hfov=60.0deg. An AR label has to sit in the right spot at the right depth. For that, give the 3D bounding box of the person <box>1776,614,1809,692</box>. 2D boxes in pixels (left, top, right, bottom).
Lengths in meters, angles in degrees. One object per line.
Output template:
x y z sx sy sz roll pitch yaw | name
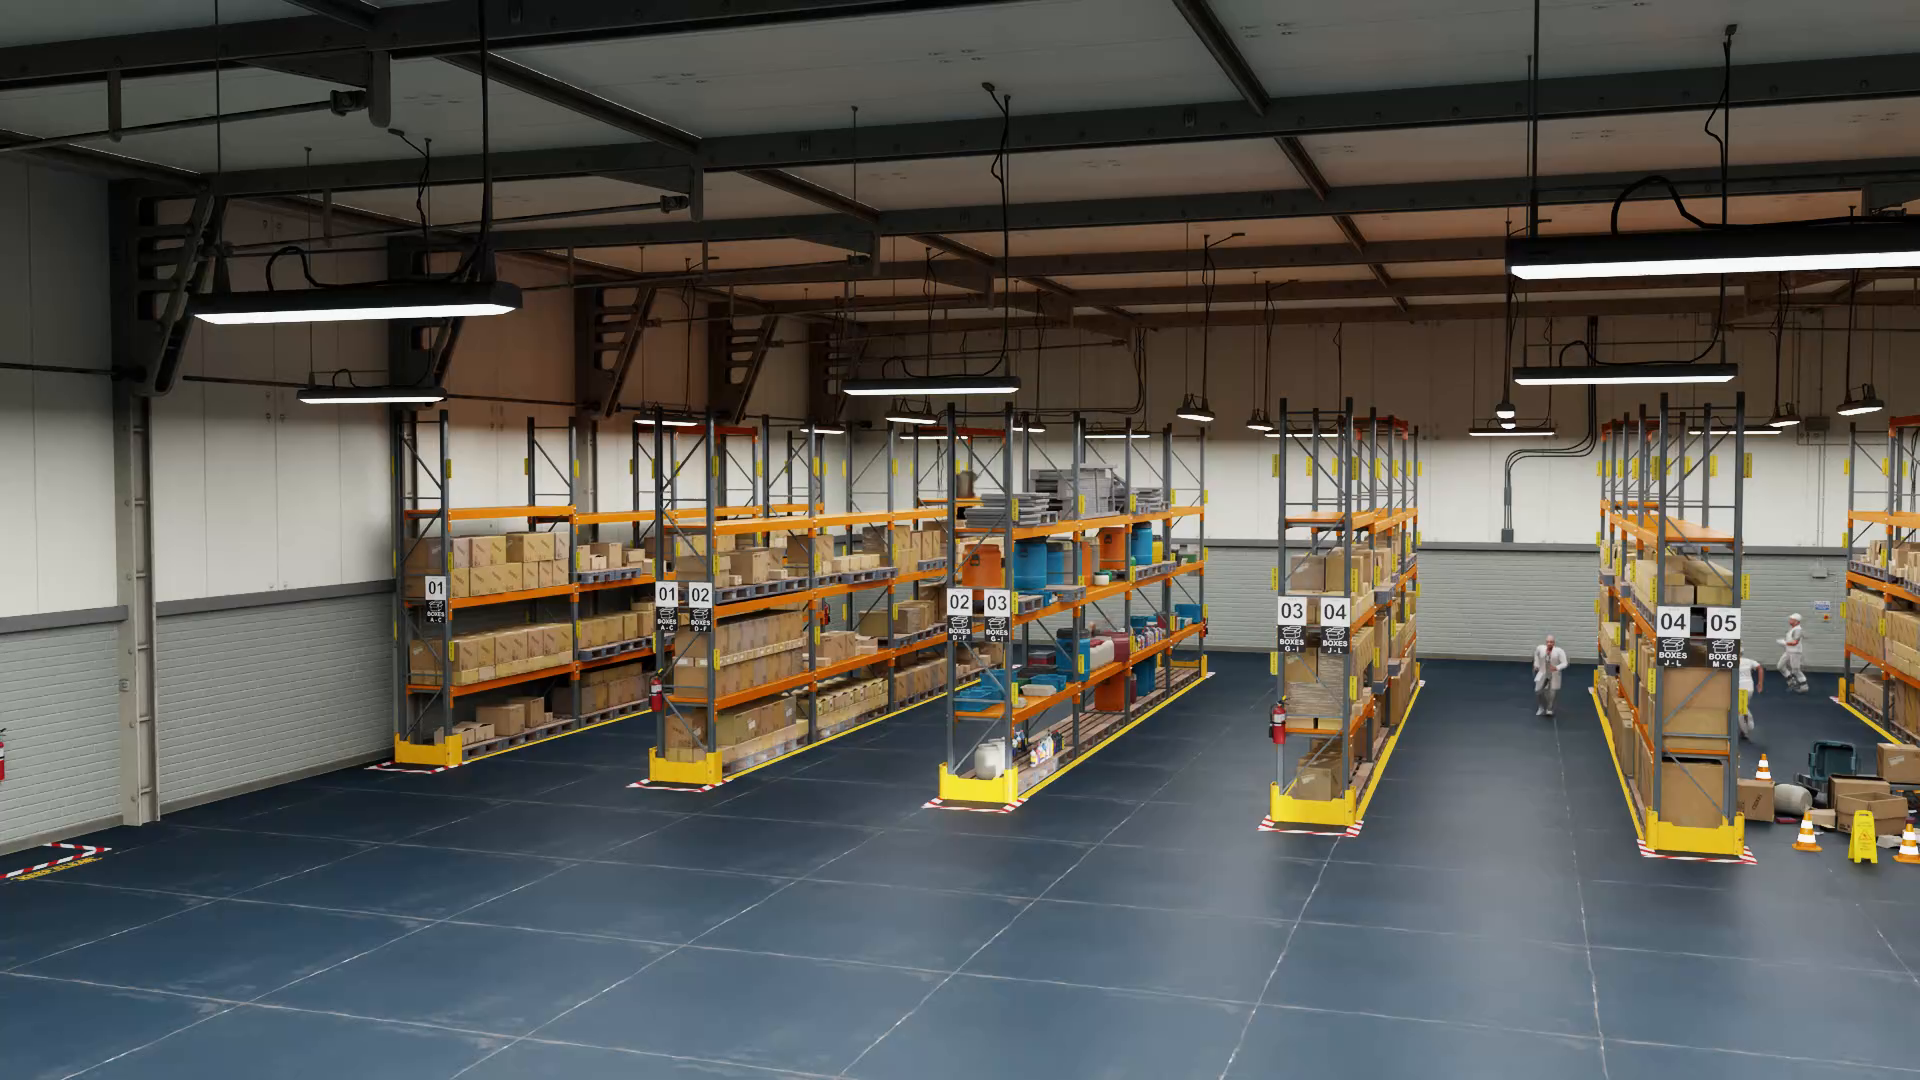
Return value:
18.504 2.522 36.977 0.698 1.783 0.639 0 2 10 | person

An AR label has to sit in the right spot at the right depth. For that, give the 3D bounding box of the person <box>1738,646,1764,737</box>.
14.605 2.825 31.139 0.664 1.697 0.716 0 2 0 | person

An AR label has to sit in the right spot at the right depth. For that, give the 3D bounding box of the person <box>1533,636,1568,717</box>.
11.876 2.743 33.472 0.709 1.672 1.001 1 3 27 | person

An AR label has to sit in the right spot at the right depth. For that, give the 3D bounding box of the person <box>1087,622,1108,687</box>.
3.092 2.607 37.726 0.695 1.549 0.851 1 3 21 | person
